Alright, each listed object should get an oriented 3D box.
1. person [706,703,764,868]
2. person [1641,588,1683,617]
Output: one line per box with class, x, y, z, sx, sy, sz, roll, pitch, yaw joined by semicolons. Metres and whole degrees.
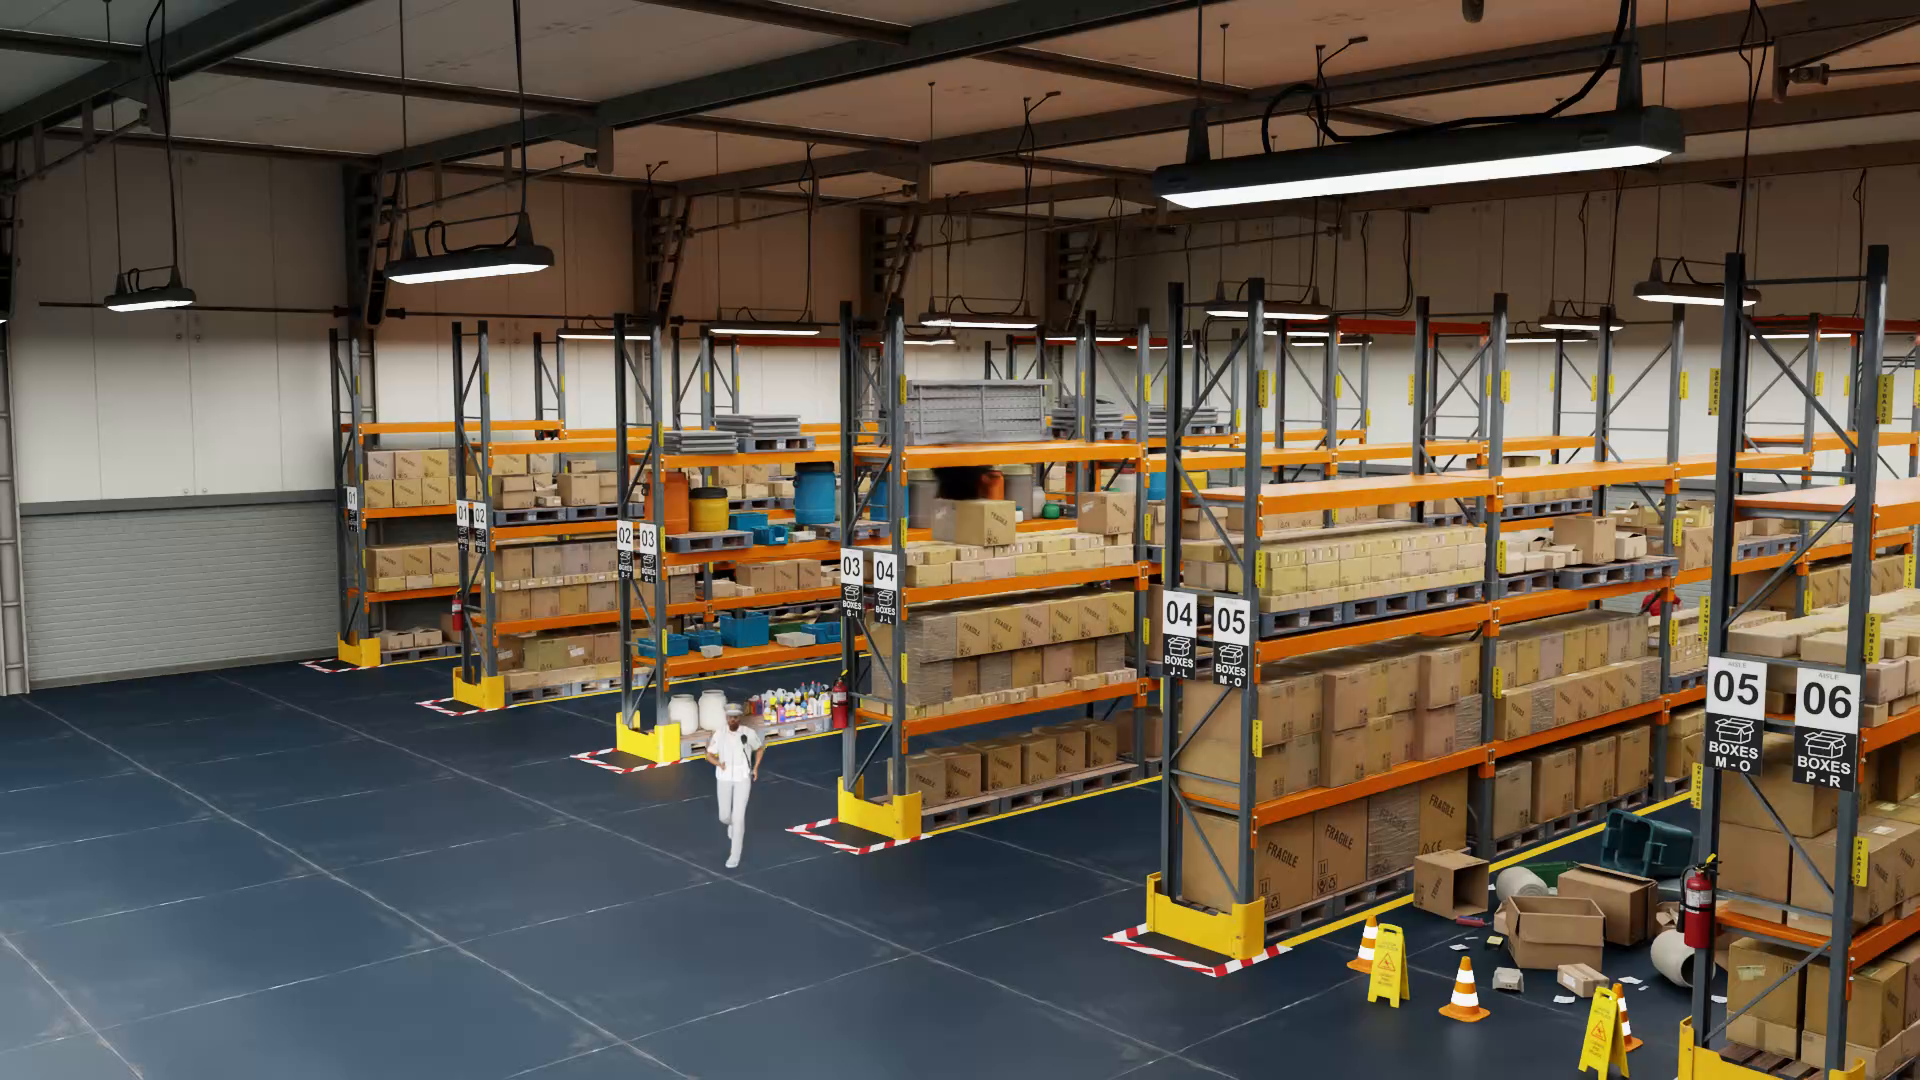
person;-2.405;2.558;17.727;0.592;1.691;0.833;0;6;3
person;12.163;1.504;28.751;0.739;1.642;0.539;3;6;25
